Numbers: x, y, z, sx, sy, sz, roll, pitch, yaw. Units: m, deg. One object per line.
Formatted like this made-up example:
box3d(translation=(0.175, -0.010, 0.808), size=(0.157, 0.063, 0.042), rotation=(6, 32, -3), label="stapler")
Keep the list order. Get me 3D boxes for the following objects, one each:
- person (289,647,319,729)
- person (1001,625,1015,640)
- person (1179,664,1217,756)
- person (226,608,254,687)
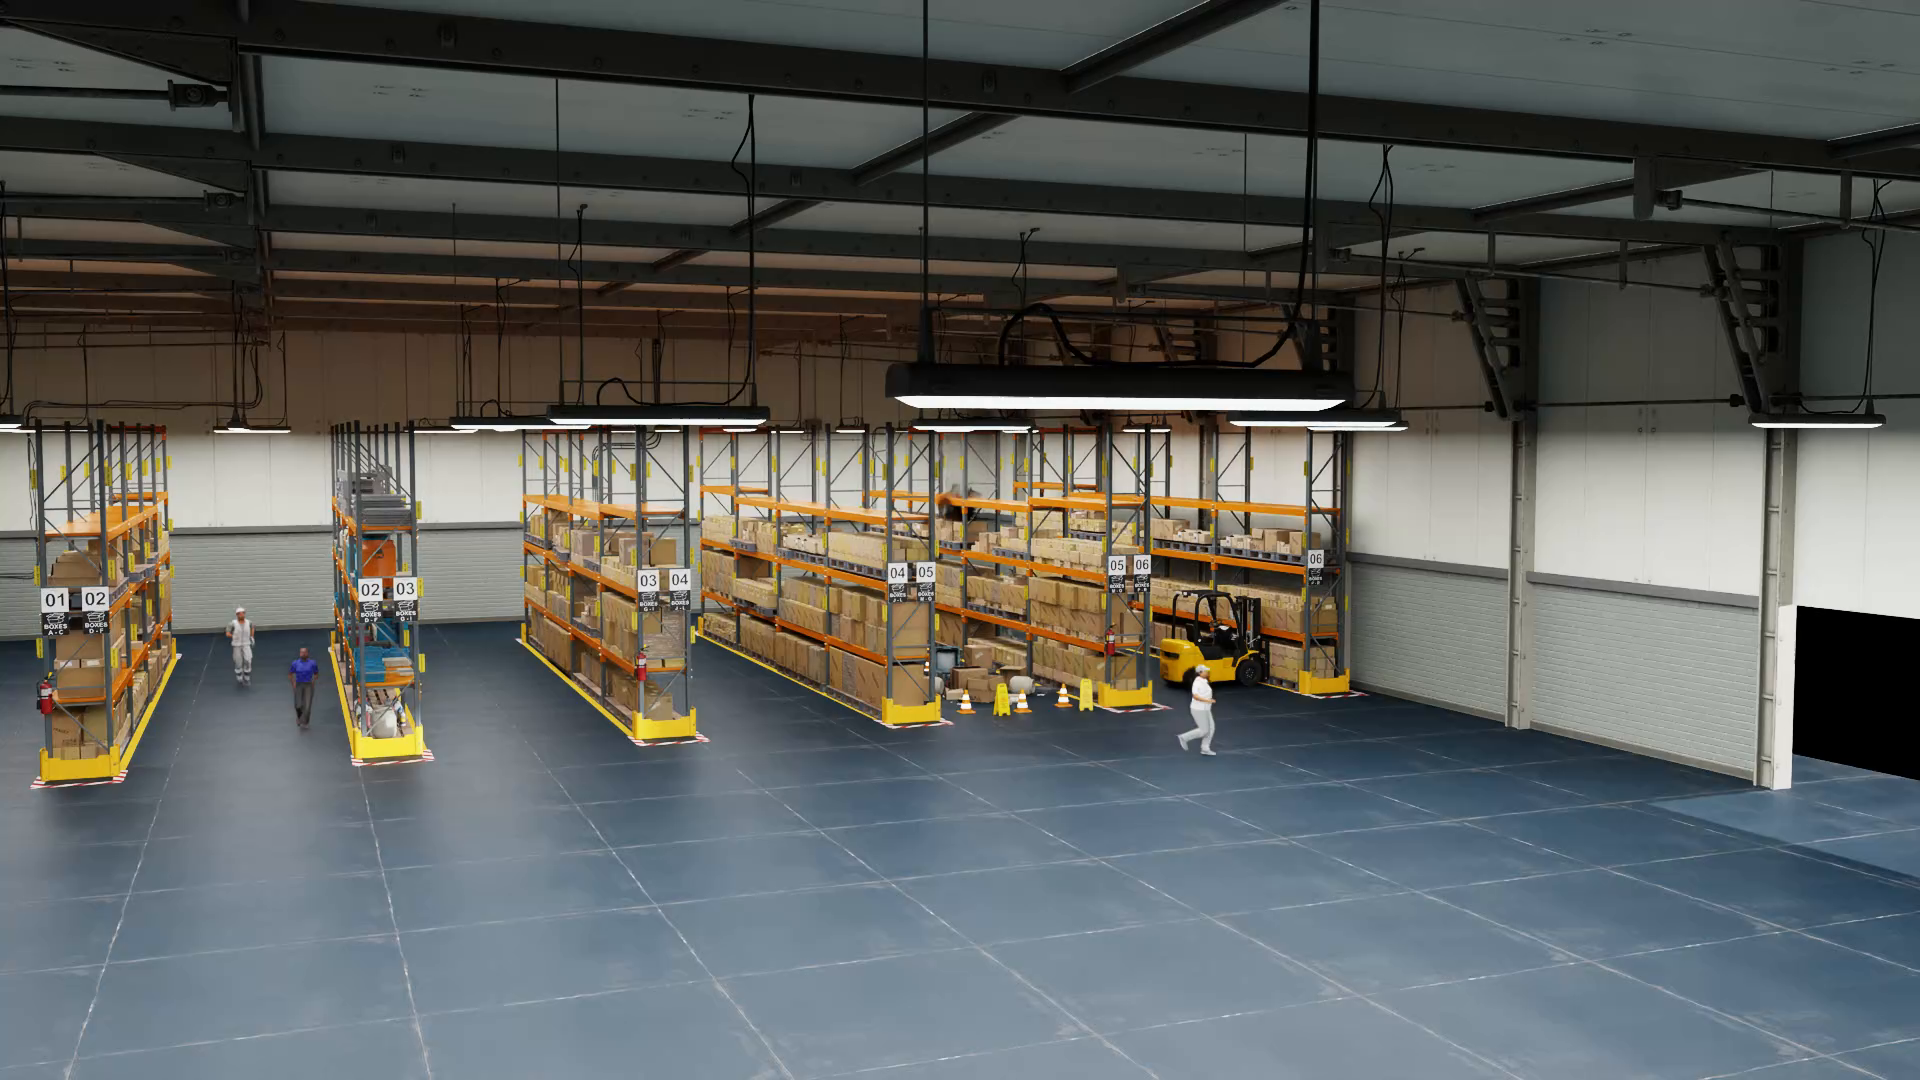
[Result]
box3d(translation=(-12.775, 2.895, 32.392), size=(0.550, 1.600, 0.544), rotation=(-1, 4, -21), label="person")
box3d(translation=(1.284, 2.131, 44.883), size=(0.546, 1.562, 0.496), rotation=(-2, 4, -28), label="person")
box3d(translation=(4.282, 3.042, 29.839), size=(0.679, 1.630, 0.616), rotation=(1, 4, 18), label="person")
box3d(translation=(-16.451, 2.460, 38.045), size=(0.636, 1.823, 0.763), rotation=(-2, 4, -30), label="person")
